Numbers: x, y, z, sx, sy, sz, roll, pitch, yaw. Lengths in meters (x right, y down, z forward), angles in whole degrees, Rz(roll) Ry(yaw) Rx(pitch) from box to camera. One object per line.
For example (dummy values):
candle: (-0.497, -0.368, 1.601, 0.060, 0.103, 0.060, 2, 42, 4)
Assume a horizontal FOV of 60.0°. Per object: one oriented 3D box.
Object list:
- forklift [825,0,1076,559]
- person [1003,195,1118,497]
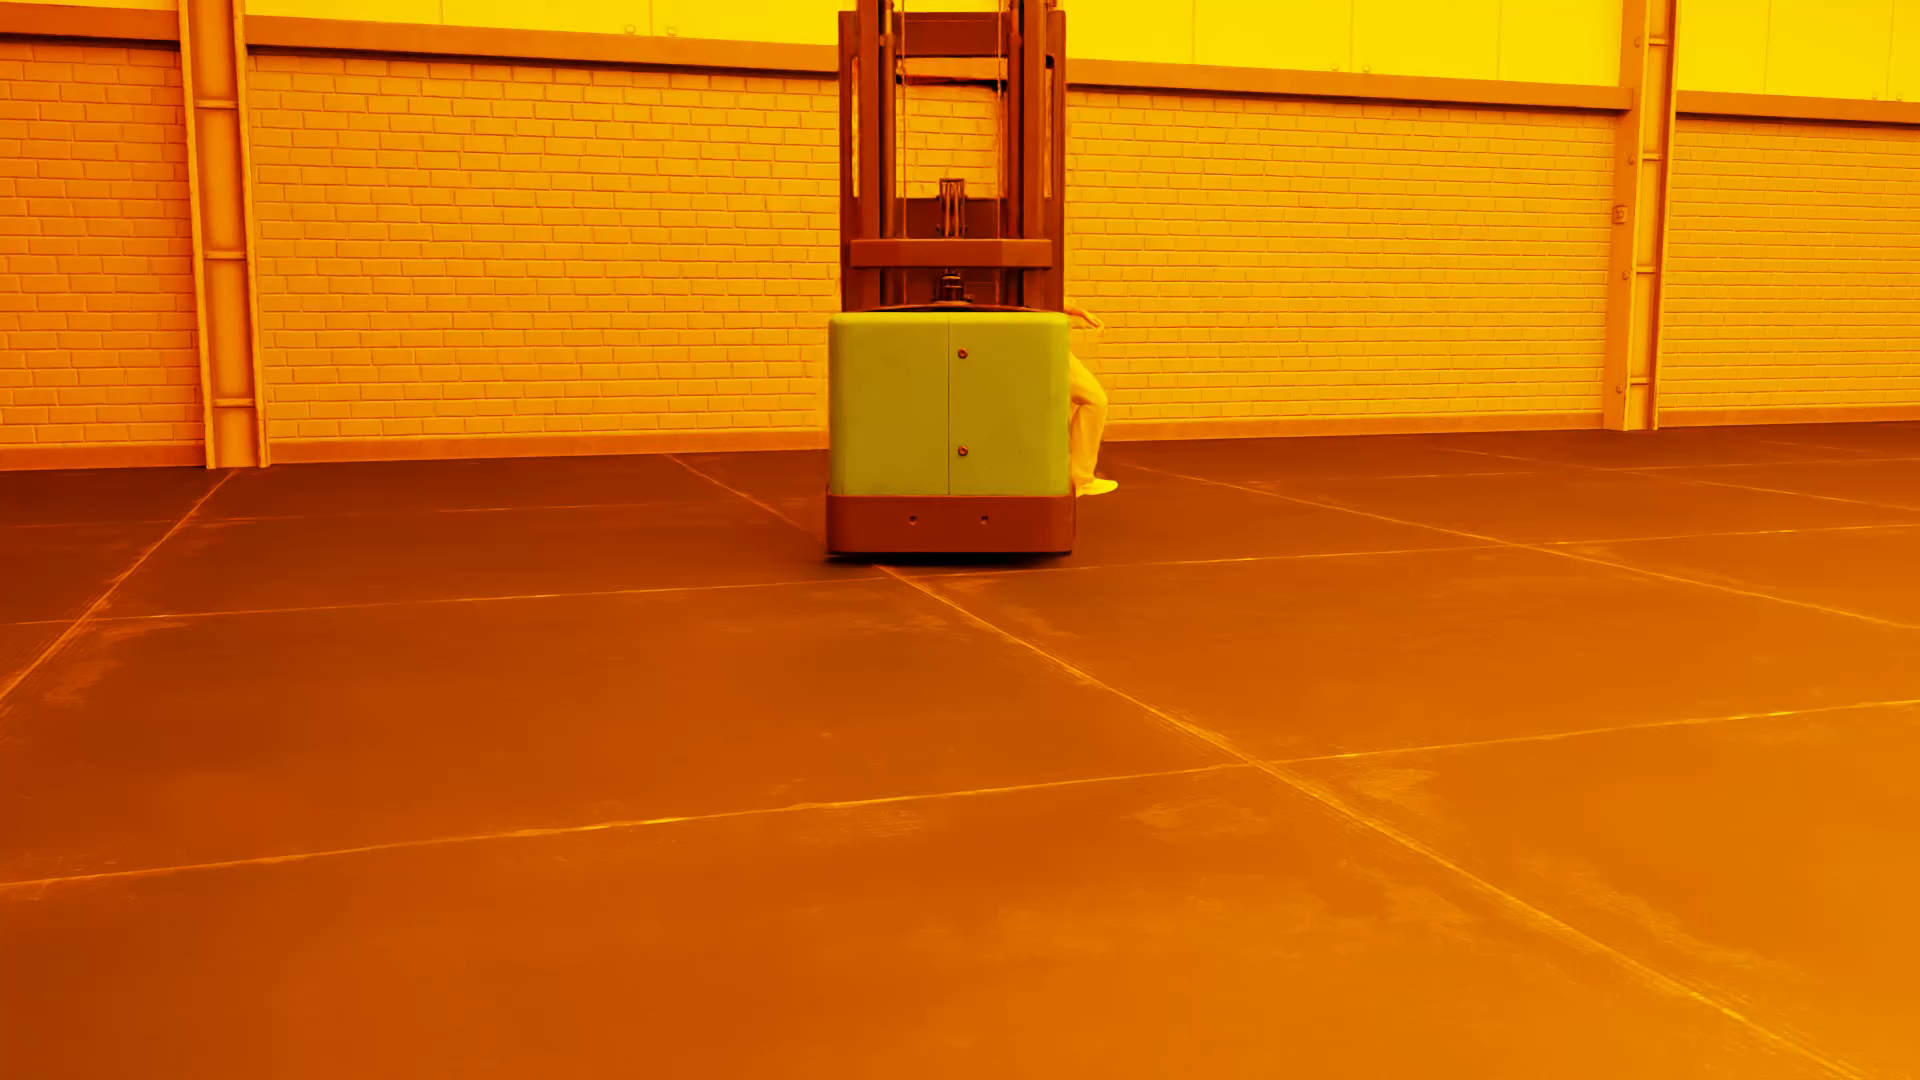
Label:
forklift: (-0.036, -1.533, 8.317, 1.130, 2.935, 3.031, 0, 8, 0)
person: (0.390, -0.968, 8.503, 0.783, 1.574, 0.637, -4, 9, -25)
